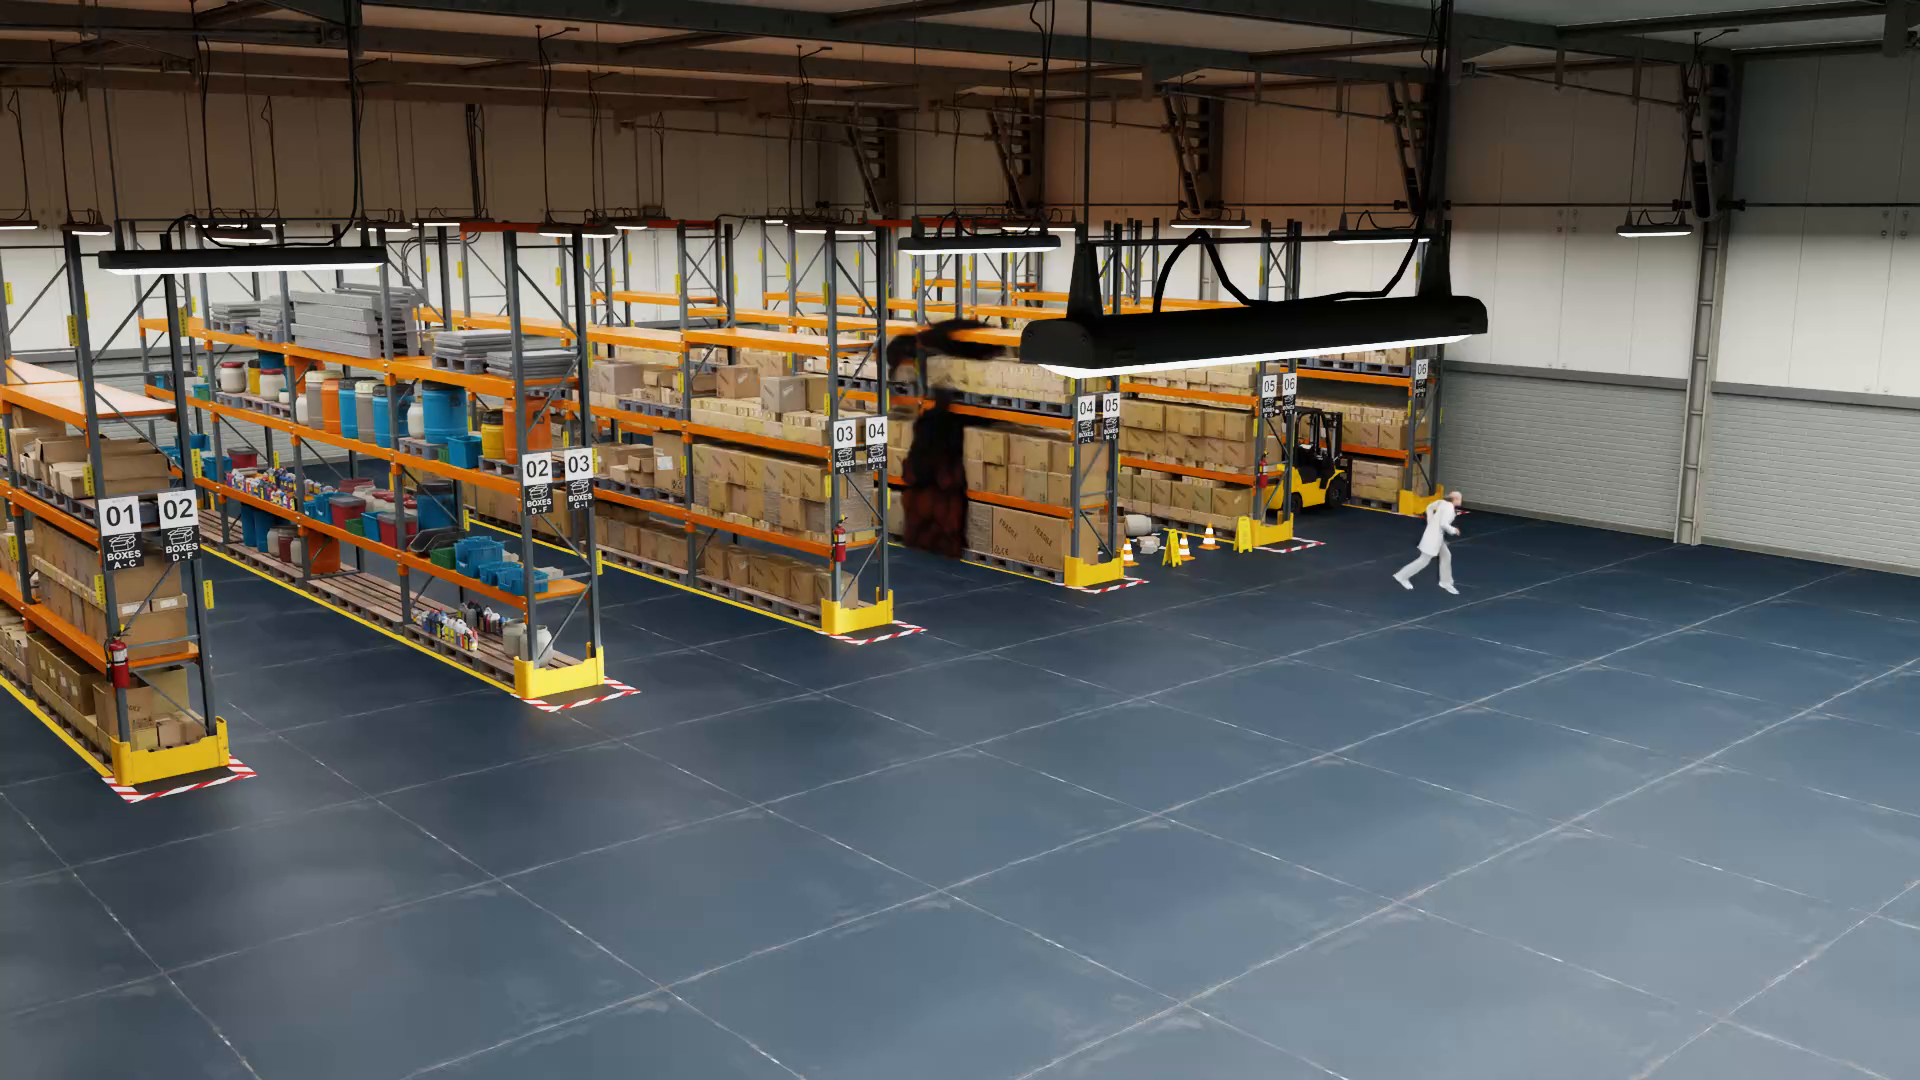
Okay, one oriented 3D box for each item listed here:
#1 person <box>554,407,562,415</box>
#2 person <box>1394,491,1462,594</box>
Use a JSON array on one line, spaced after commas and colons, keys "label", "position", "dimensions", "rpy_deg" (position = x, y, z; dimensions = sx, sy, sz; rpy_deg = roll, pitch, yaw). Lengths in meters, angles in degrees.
[{"label": "person", "position": [-9.619, -2.406, 39.639], "dimensions": [0.638, 1.603, 0.875], "rpy_deg": [3, 12, 14]}, {"label": "person", "position": [7.738, 0.049, 27.458], "dimensions": [1.083, 1.742, 0.754], "rpy_deg": [0, 11, 2]}]
